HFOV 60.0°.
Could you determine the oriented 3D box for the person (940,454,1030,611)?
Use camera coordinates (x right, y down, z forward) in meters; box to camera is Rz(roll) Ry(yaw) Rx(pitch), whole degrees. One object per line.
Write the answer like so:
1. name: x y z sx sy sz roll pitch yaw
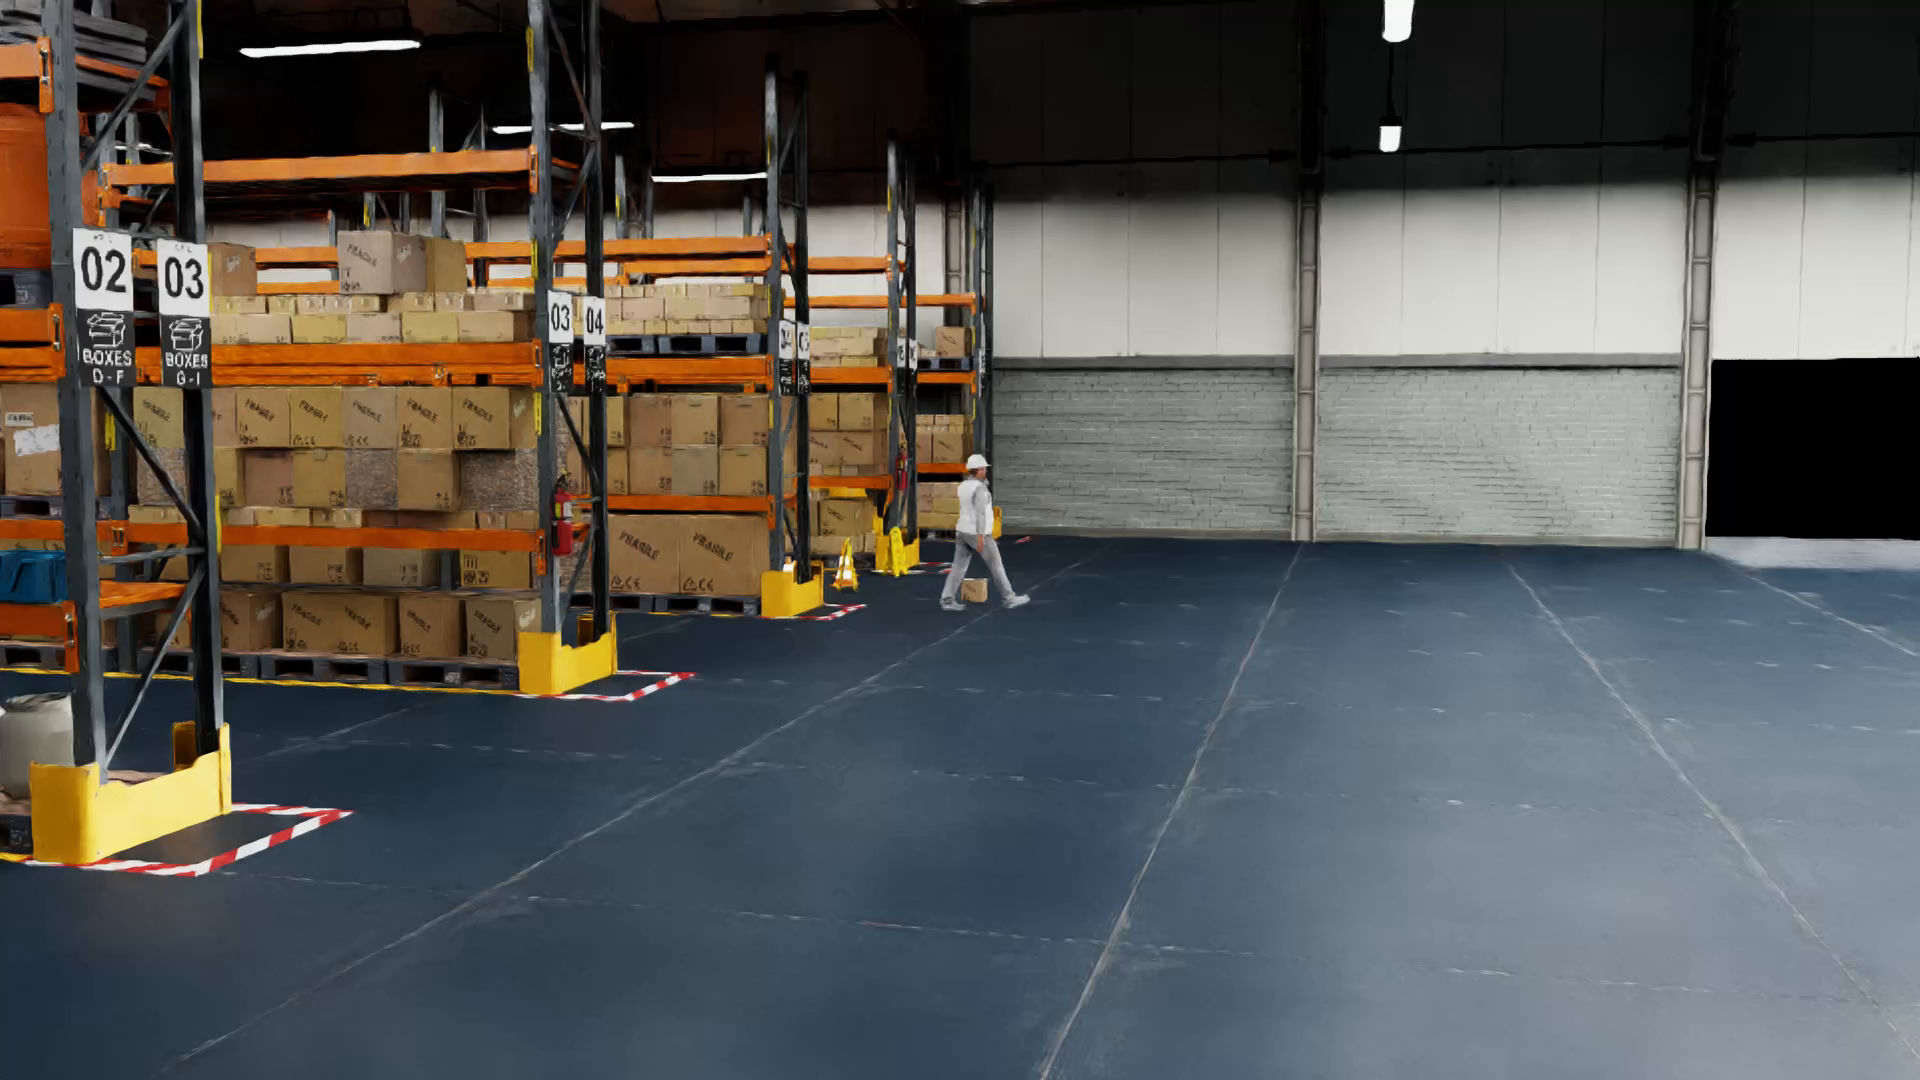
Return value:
1. person: 0.243 -0.090 18.435 0.989 1.726 0.571 -4 6 -38
